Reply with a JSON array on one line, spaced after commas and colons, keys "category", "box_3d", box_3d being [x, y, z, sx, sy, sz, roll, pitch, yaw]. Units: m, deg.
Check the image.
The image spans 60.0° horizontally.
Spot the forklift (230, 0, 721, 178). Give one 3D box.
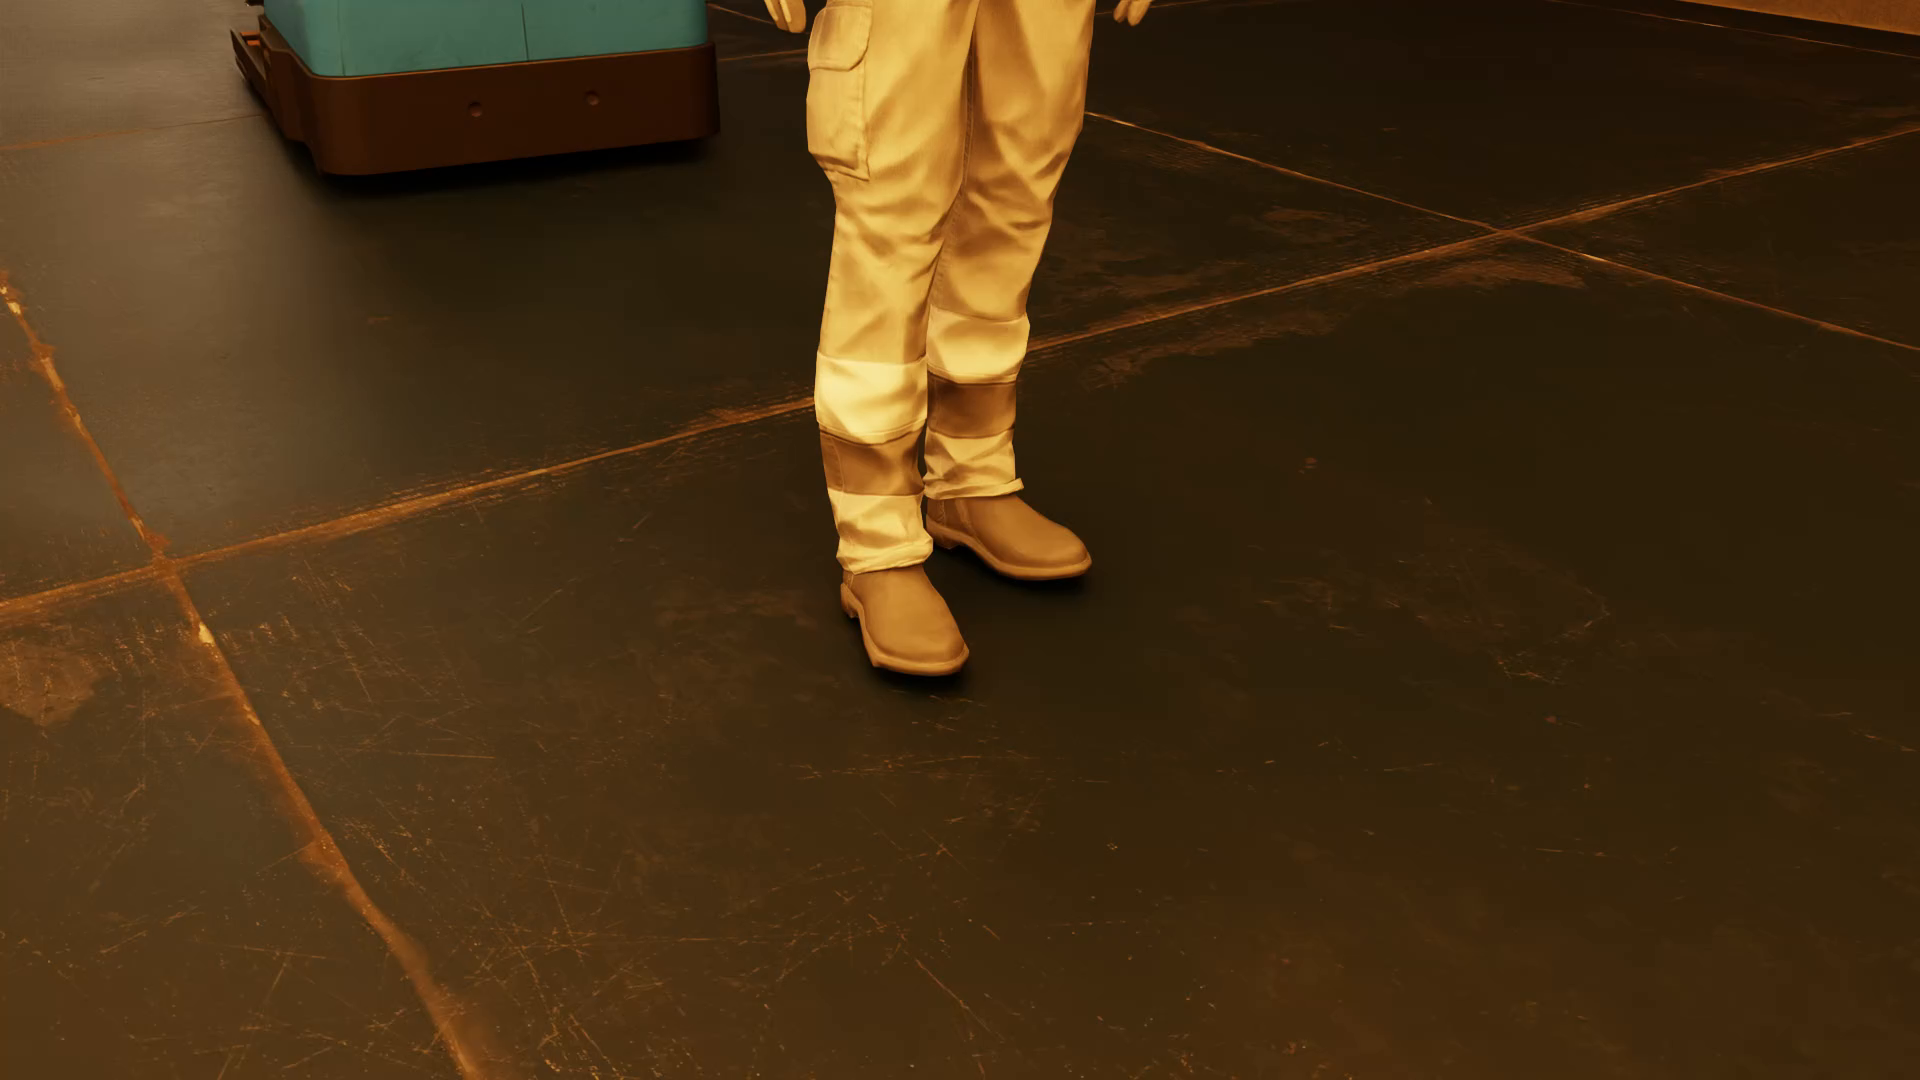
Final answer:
[{"category": "forklift", "box_3d": [-1.780, -2.849, 4.911, 1.130, 2.935, 3.031, -13, 29, -24]}]

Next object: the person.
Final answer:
[{"category": "person", "box_3d": [0.036, -0.773, 2.030, 0.637, 1.790, 0.562, -17, 31, -31]}]
